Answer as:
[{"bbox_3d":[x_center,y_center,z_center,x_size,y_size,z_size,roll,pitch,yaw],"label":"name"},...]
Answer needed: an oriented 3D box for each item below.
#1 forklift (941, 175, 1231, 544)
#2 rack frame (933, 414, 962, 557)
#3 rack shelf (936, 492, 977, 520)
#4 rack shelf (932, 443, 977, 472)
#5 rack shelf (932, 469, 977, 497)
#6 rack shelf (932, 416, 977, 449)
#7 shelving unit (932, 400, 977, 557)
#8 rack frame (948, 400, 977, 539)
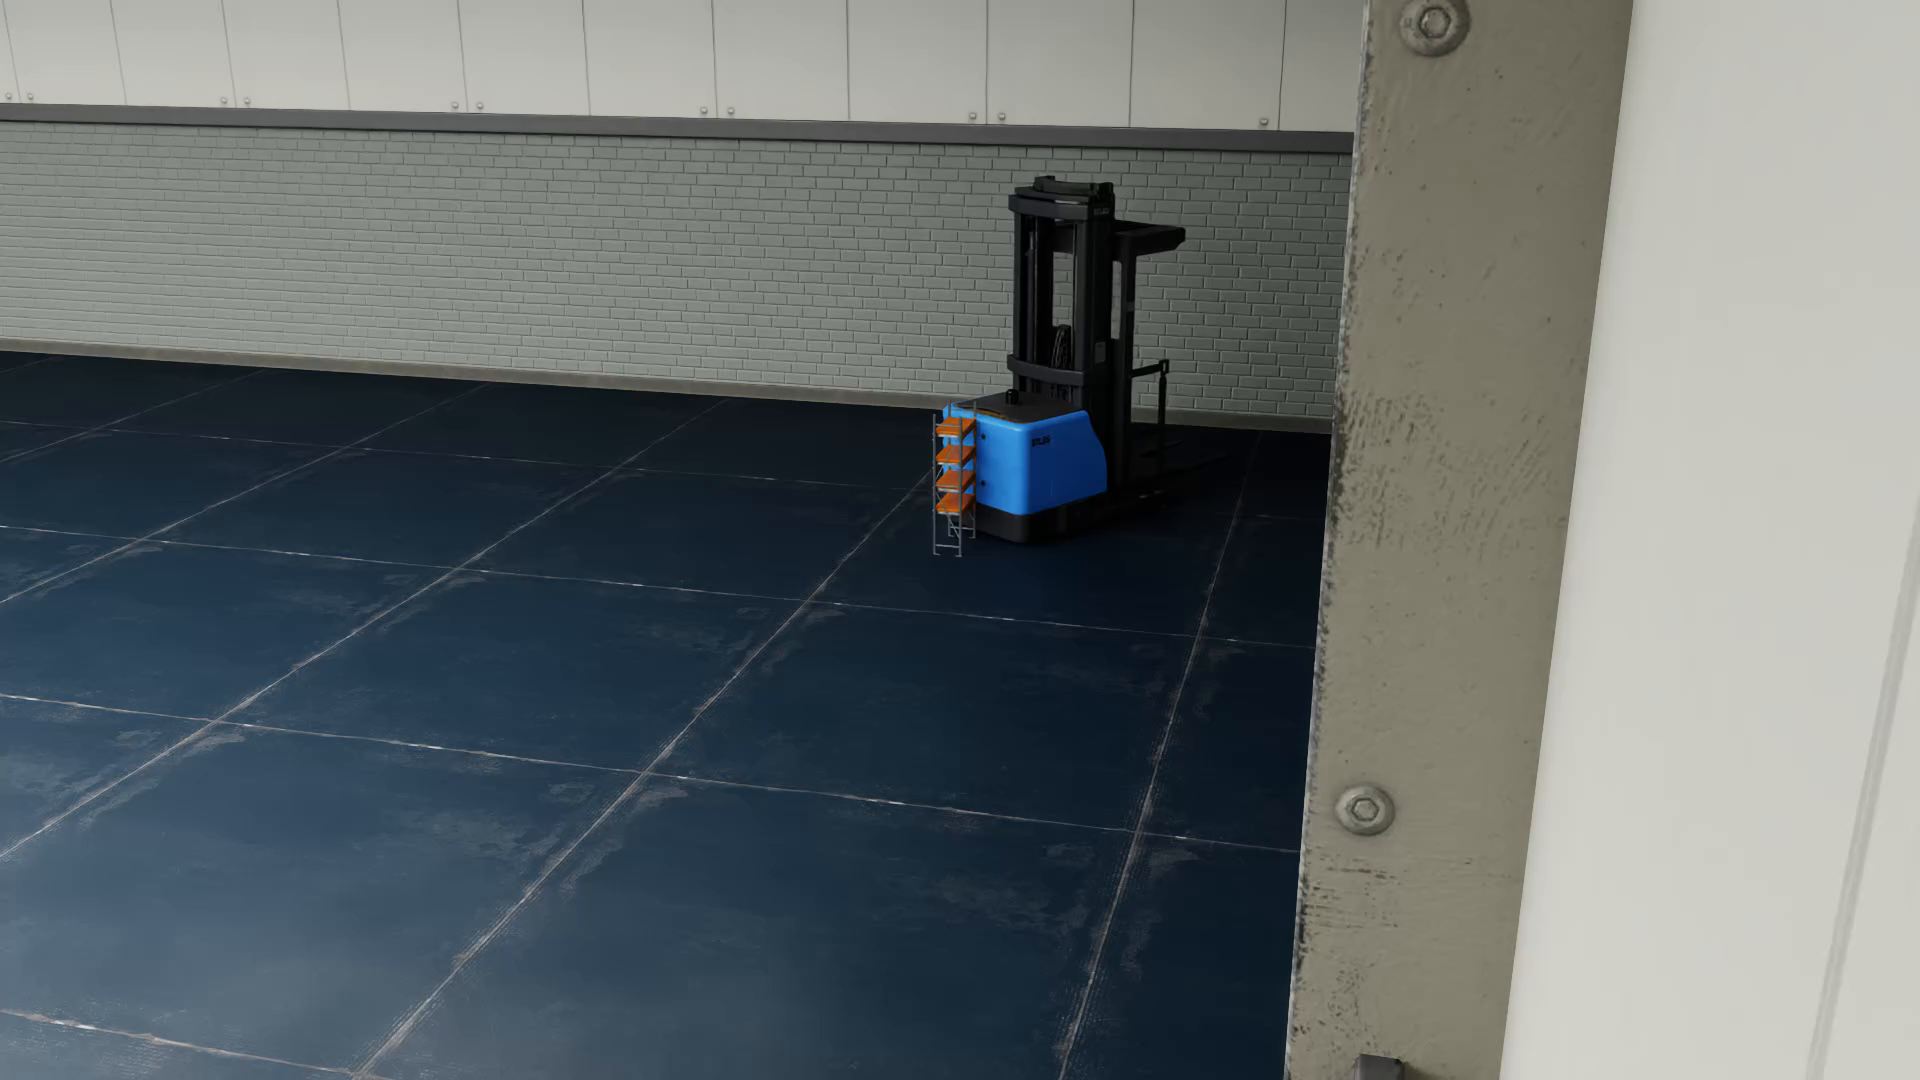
[{"bbox_3d":[1.260,-1.738,14.743,3.031,2.935,1.130,-17,25,-40],"label":"forklift"},{"bbox_3d":[-0.103,-0.440,13.616,0.240,1.200,0.015,5,19,13],"label":"rack frame"},{"bbox_3d":[-0.043,-0.265,13.926,0.258,0.148,0.480,5,19,13],"label":"rack shelf"},{"bbox_3d":[-0.042,-0.664,13.789,0.258,0.148,0.480,5,19,13],"label":"rack shelf"},{"bbox_3d":[-0.043,-0.453,13.862,0.258,0.148,0.480,5,19,13],"label":"rack shelf"},{"bbox_3d":[-0.041,-0.888,13.713,0.258,0.148,0.480,5,19,13],"label":"rack shelf"},{"bbox_3d":[-0.042,-0.516,13.840,0.258,1.200,0.503,5,19,13],"label":"shelving unit"},{"bbox_3d":[0.018,-0.592,14.064,0.240,1.200,0.015,5,19,13],"label":"rack frame"}]
